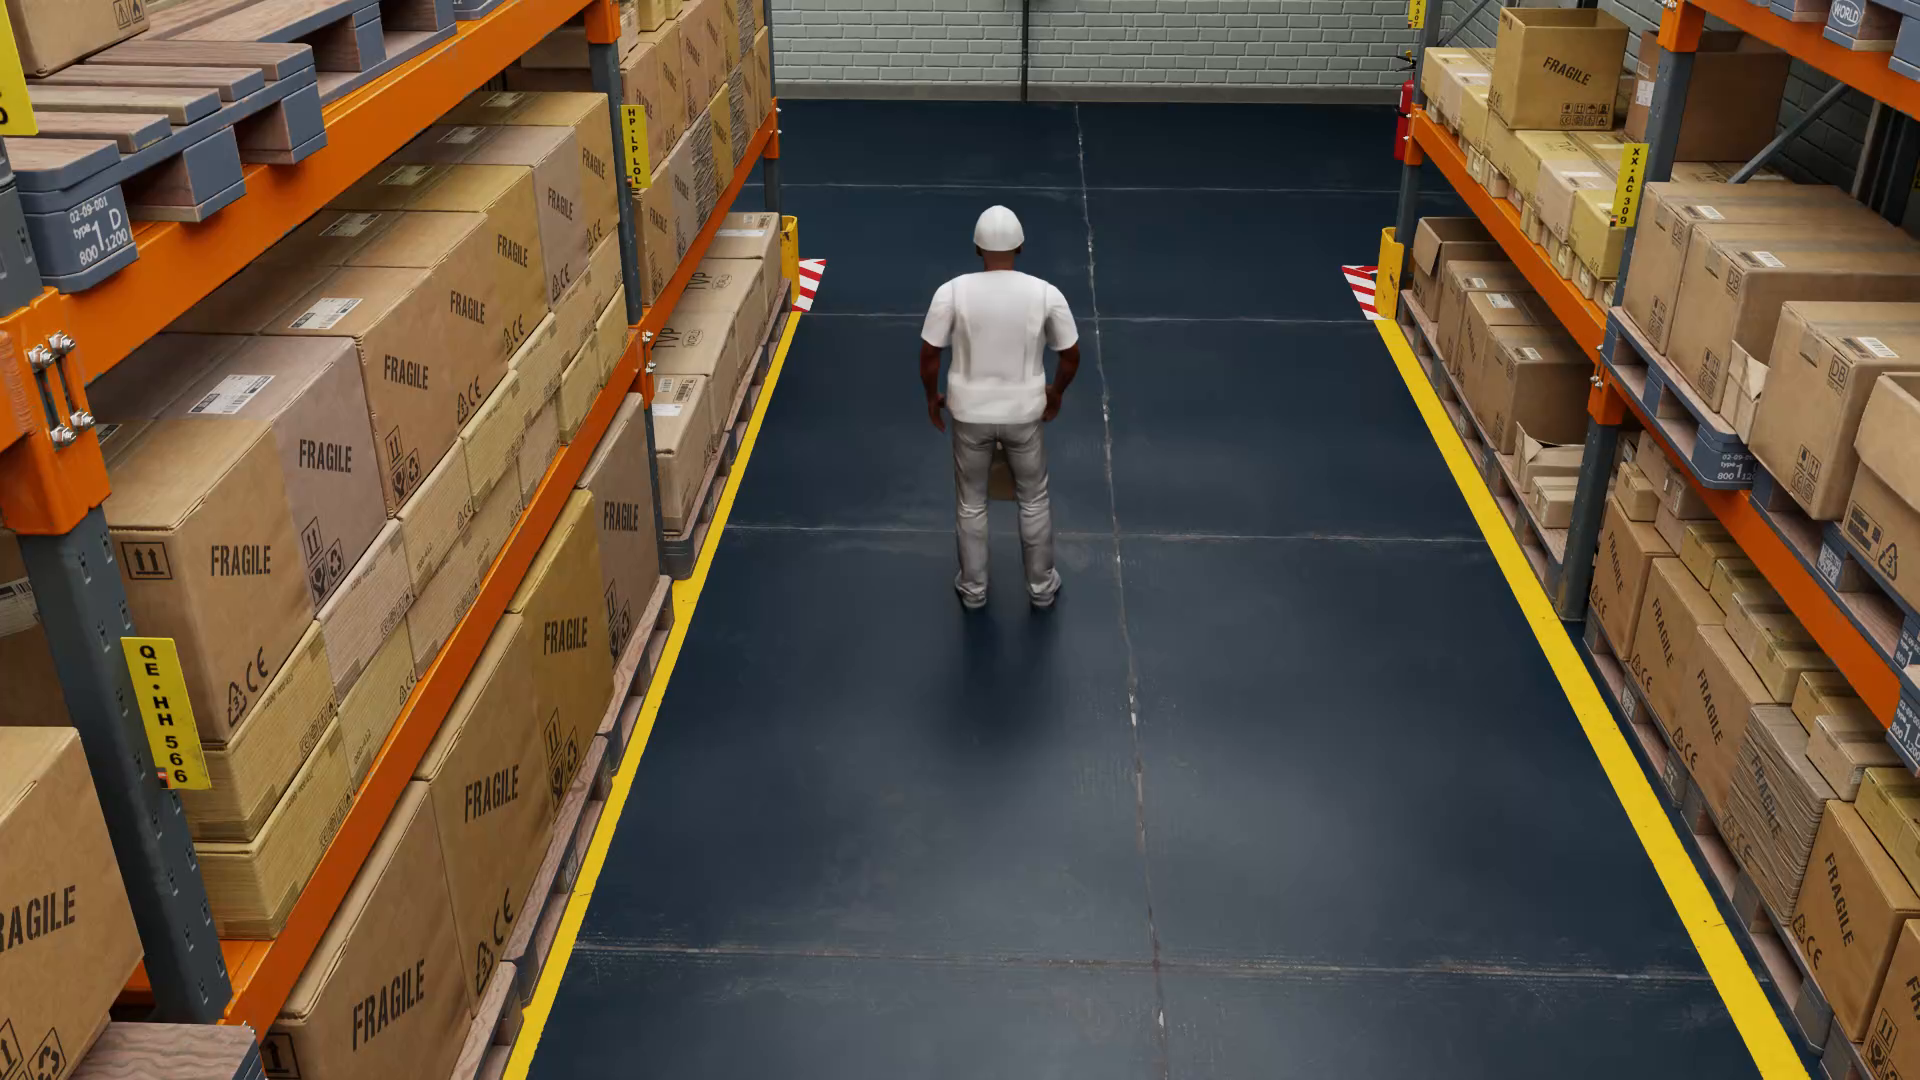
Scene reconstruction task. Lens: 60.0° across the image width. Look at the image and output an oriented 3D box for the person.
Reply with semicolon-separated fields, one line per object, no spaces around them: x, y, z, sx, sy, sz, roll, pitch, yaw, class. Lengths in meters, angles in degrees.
0.169;-0.558;7.165;0.676;1.755;0.453;1;28;2;person
